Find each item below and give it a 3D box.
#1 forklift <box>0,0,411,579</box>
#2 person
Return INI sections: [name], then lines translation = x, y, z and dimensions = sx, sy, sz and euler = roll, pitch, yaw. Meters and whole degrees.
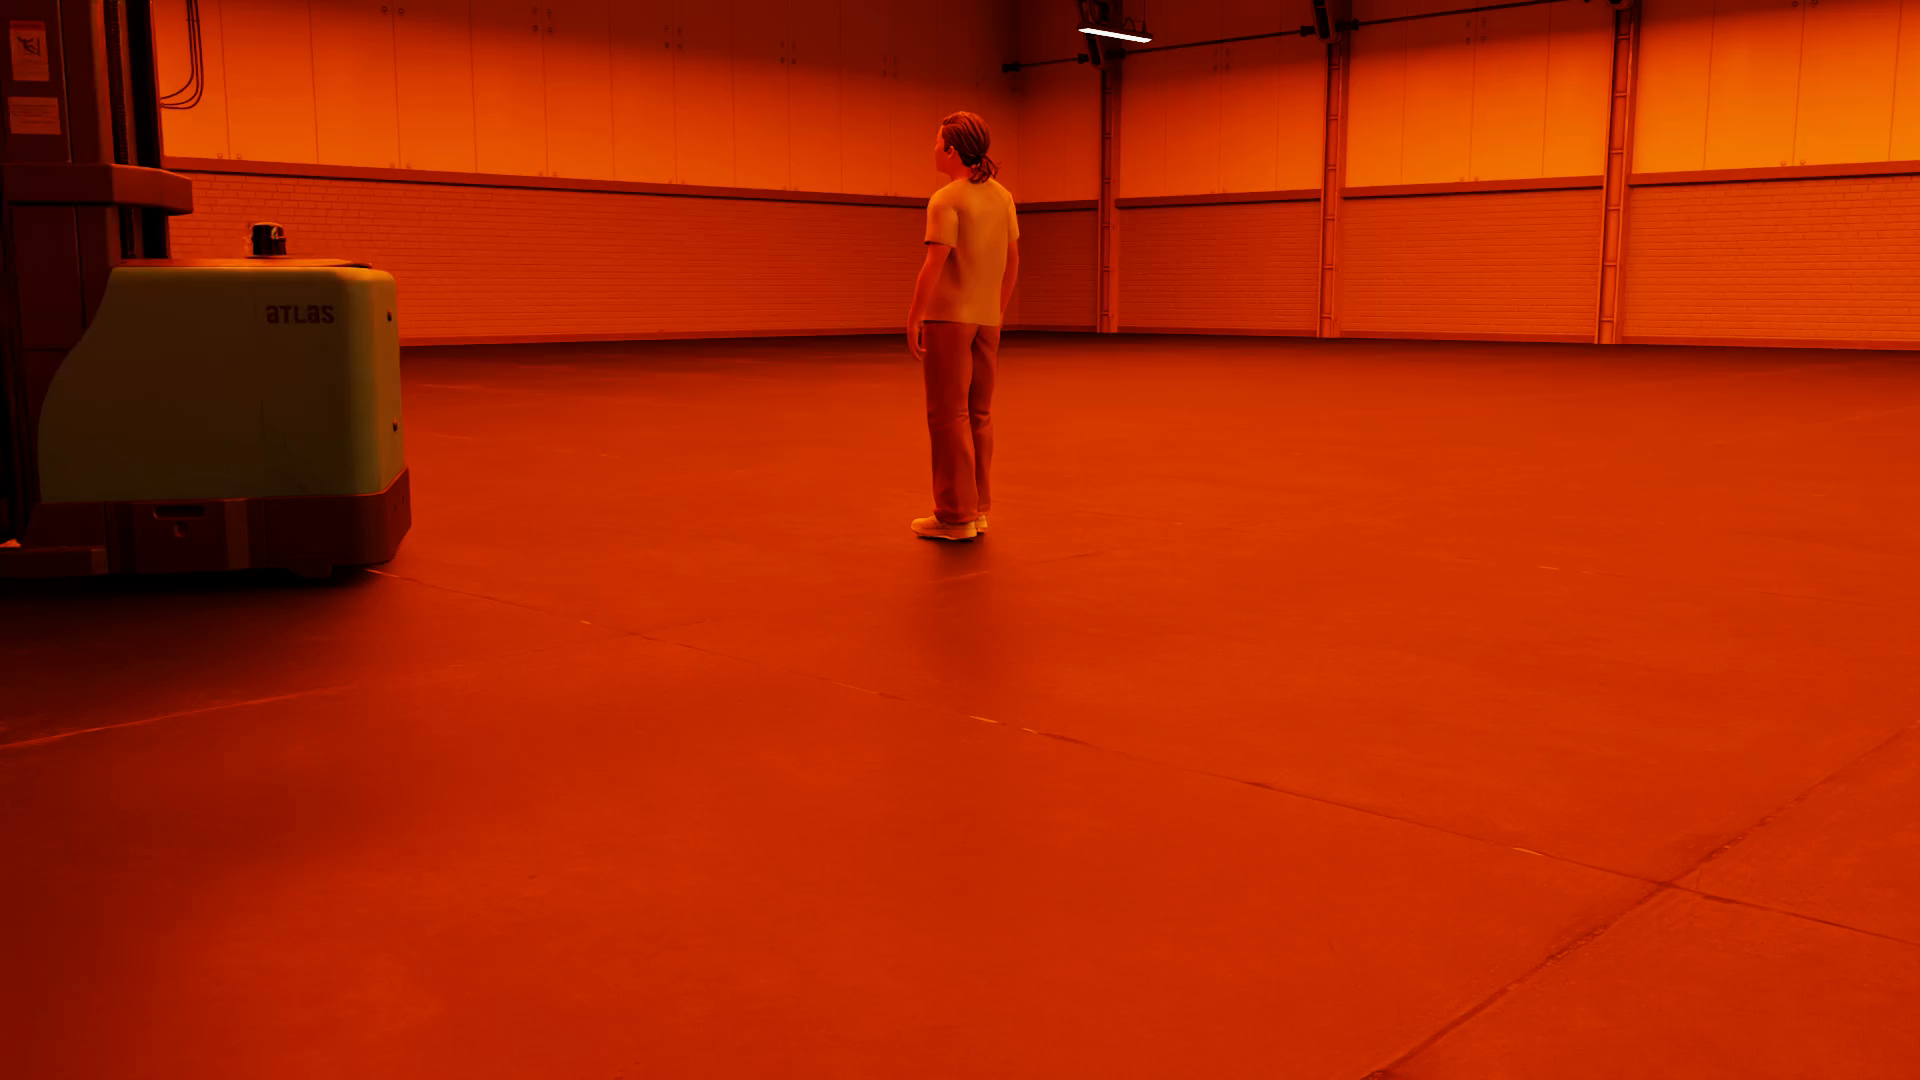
[forklift]
translation = -3.556, -1.320, 5.643
dimensions = 3.031, 2.935, 1.130
euler = -2, 9, -13
[person]
translation = -0.007, -0.870, 6.597
dimensions = 0.427, 1.609, 0.535
euler = 8, 12, 43
